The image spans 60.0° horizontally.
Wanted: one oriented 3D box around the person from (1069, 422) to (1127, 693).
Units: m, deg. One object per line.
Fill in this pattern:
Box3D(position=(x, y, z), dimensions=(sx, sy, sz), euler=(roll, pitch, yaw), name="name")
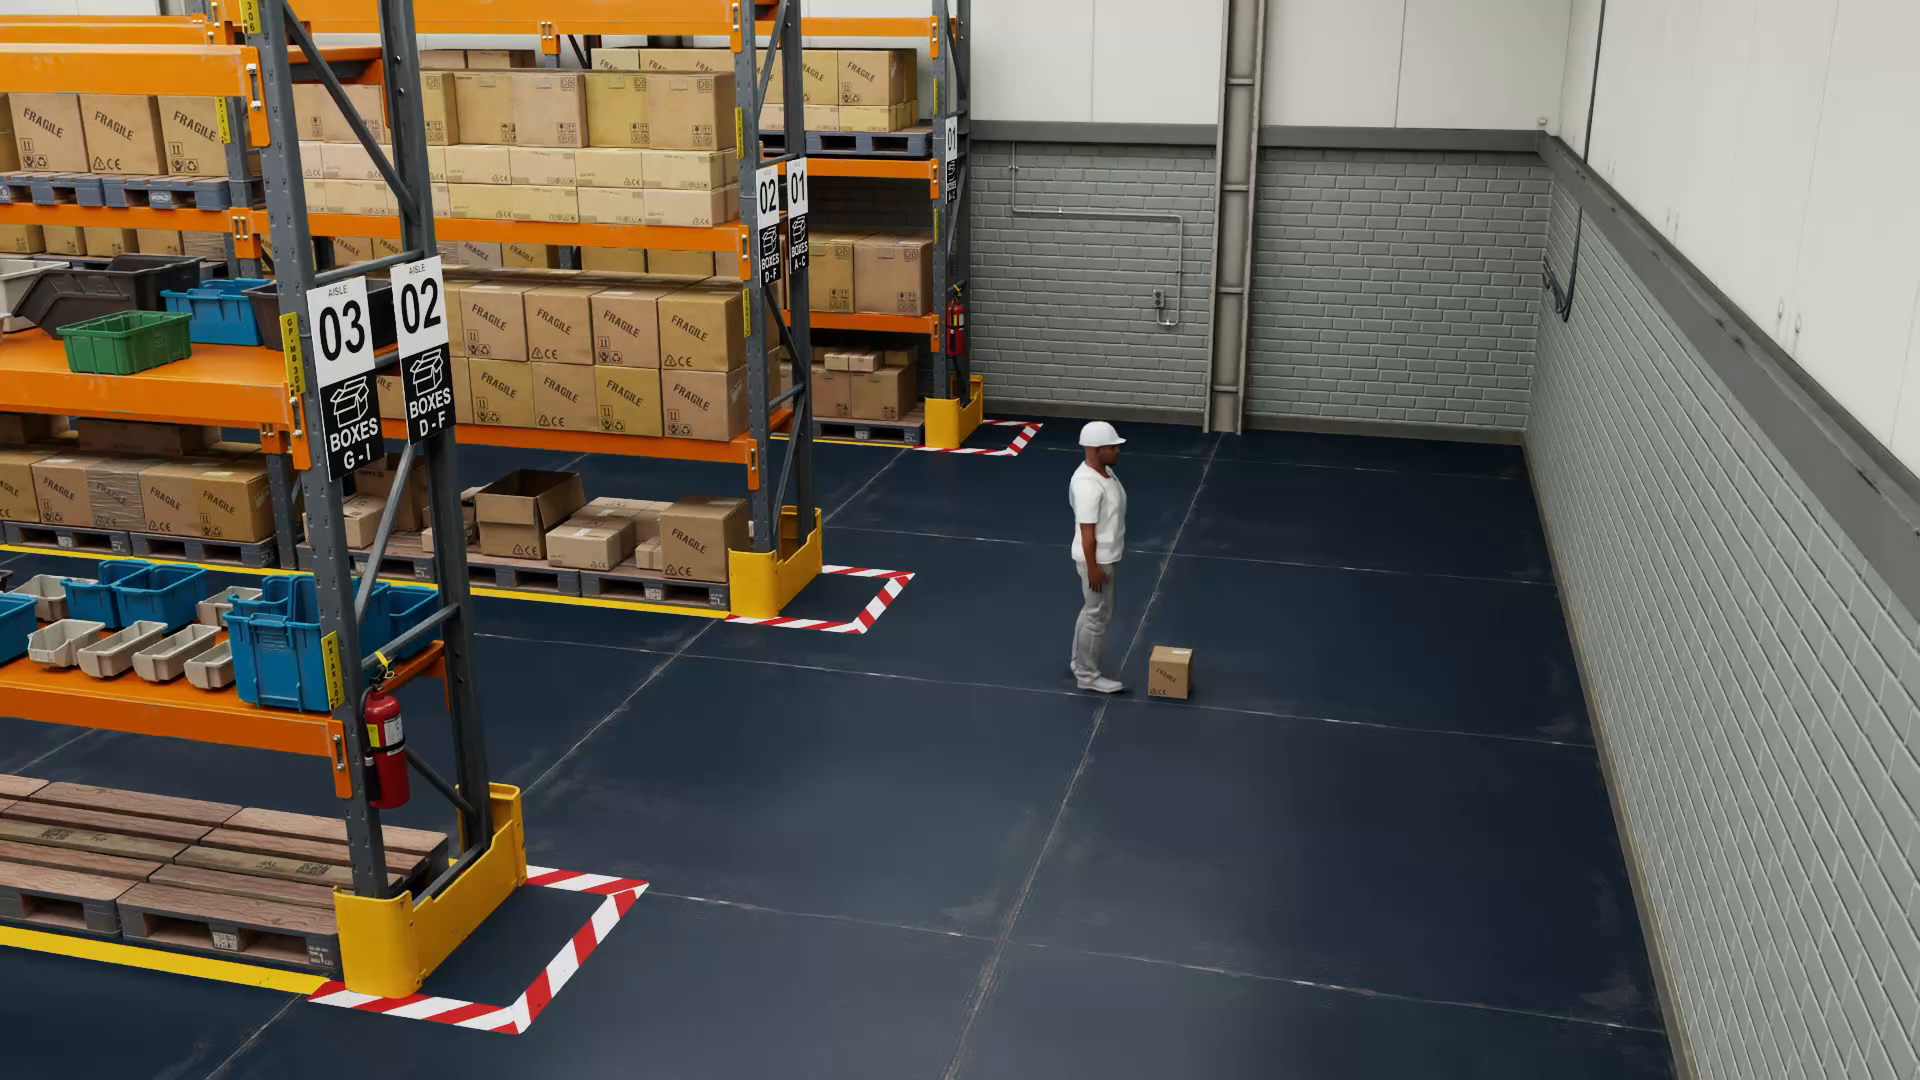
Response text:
Box3D(position=(0.899, 0.144, 10.722), dimensions=(0.406, 1.849, 0.567), euler=(5, 19, 14), name="person")
